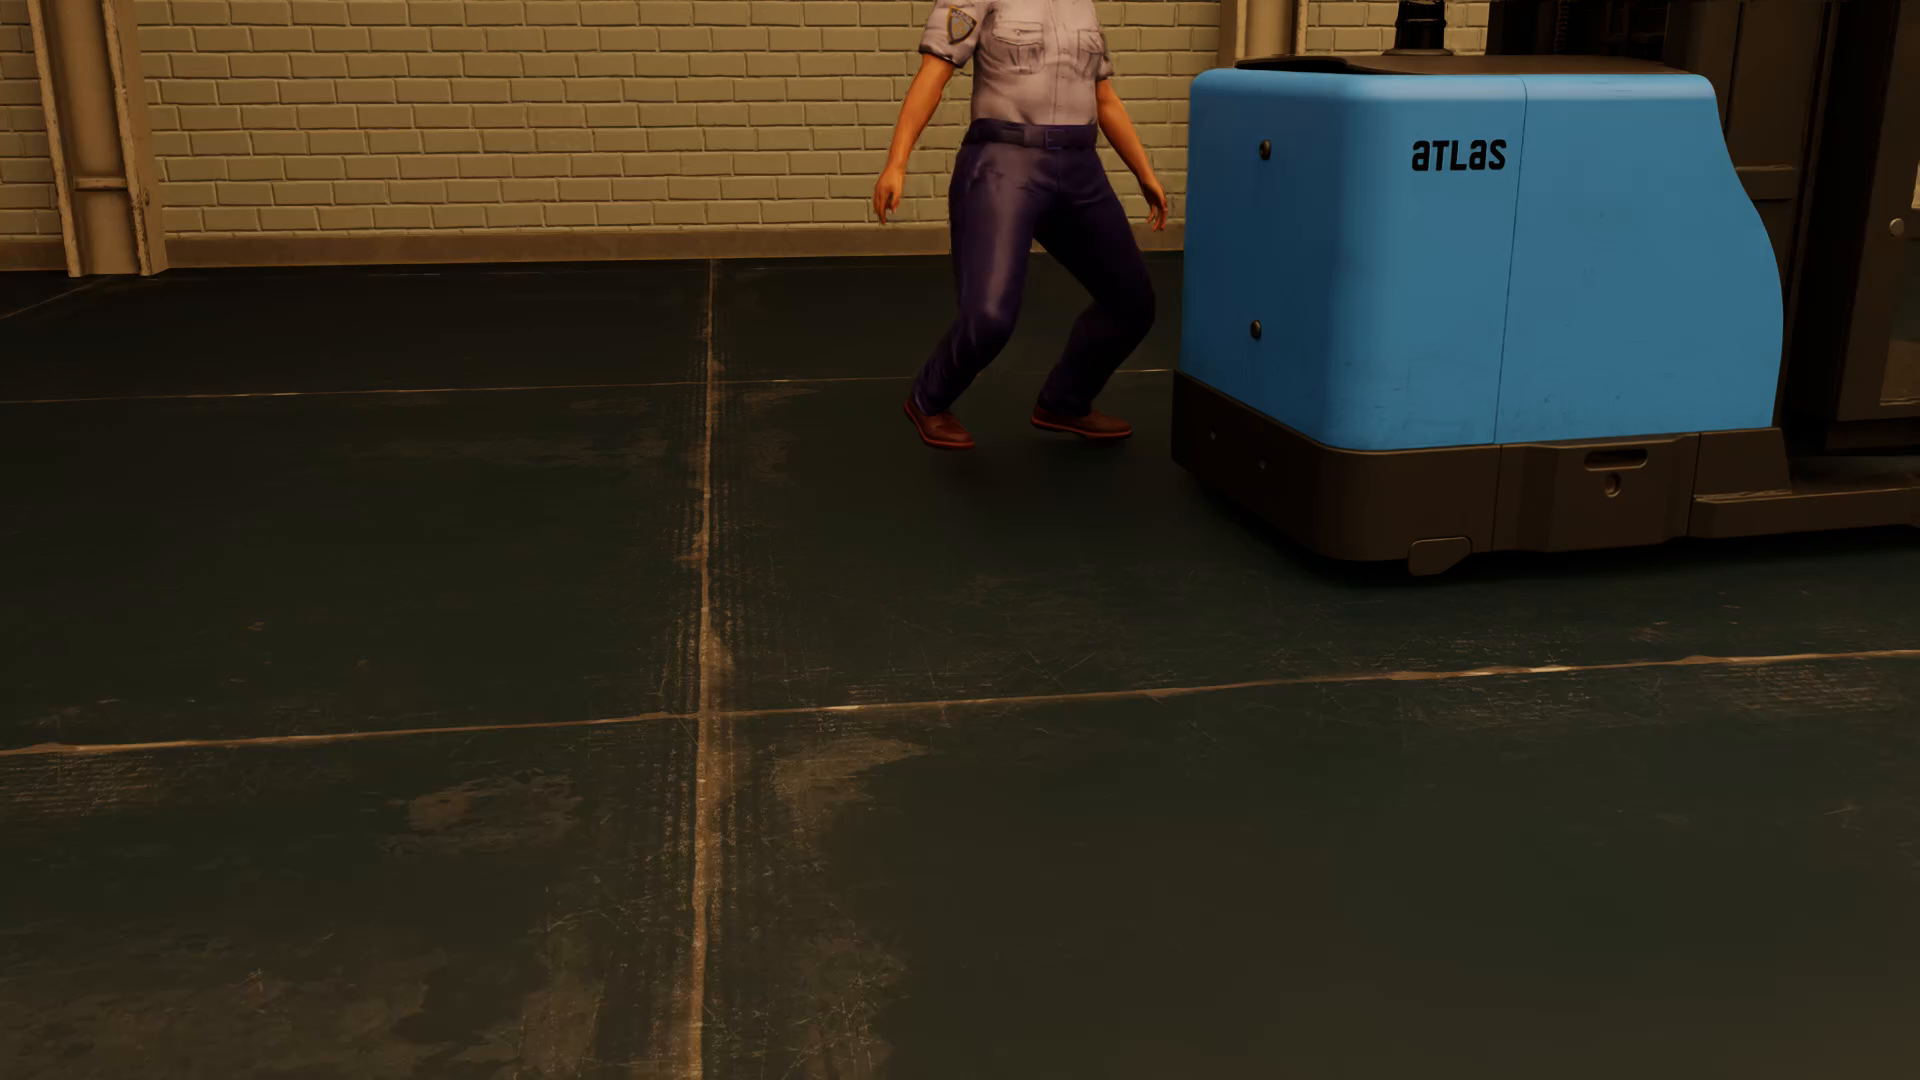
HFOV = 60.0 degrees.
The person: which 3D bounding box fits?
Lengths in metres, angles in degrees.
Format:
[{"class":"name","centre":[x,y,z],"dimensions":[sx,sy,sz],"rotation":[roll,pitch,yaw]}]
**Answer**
[{"class":"person","centre":[0.179,-0.971,4.424],"dimensions":[0.838,1.543,0.494],"rotation":[-10,19,-29]}]

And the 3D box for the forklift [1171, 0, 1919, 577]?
[{"class":"forklift","centre":[2.137,-1.532,3.969],"dimensions":[3.031,2.935,1.130],"rotation":[-4,17,-13]}]
